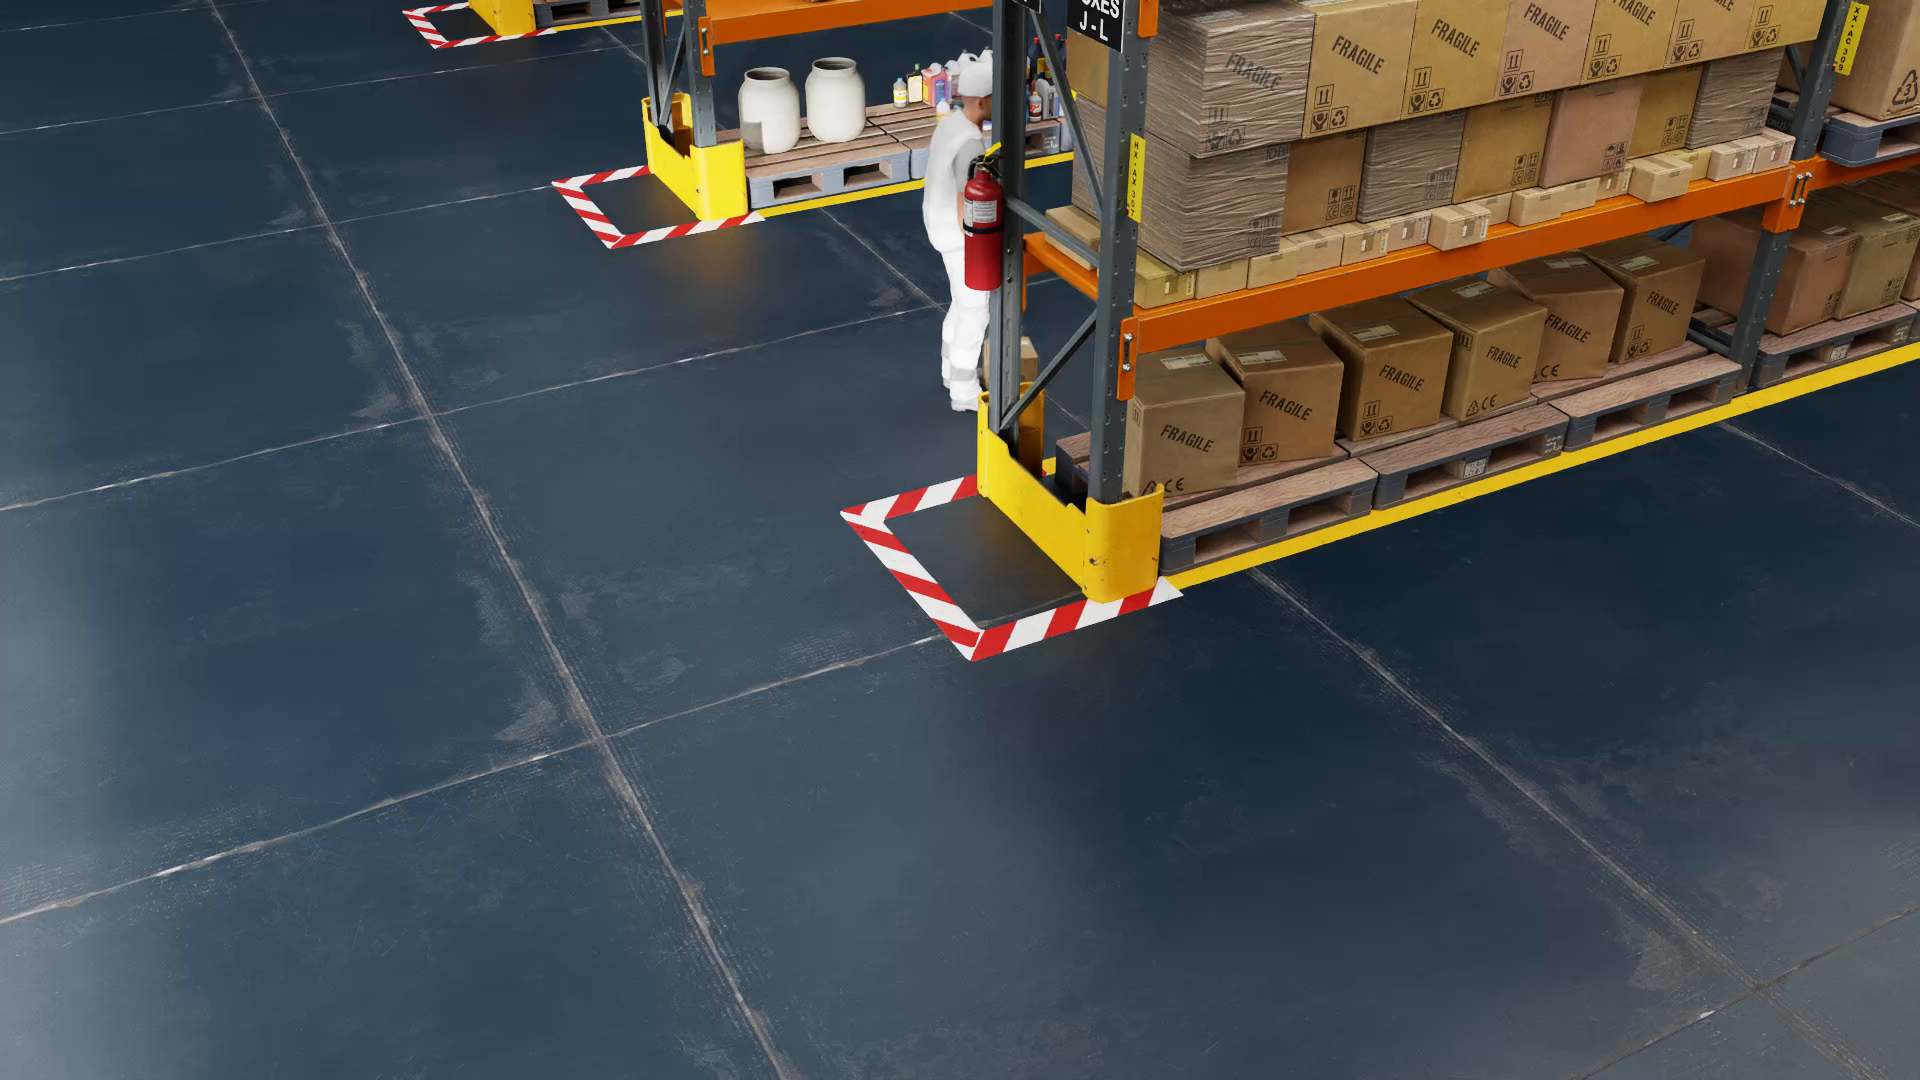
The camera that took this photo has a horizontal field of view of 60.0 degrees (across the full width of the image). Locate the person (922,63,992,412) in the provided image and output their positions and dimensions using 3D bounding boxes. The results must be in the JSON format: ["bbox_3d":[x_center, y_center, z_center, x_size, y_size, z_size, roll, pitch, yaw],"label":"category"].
[{"bbox_3d":[0.047,-1.549,8.536,0.454,1.777,0.606,-5,33,-8],"label":"person"}]
